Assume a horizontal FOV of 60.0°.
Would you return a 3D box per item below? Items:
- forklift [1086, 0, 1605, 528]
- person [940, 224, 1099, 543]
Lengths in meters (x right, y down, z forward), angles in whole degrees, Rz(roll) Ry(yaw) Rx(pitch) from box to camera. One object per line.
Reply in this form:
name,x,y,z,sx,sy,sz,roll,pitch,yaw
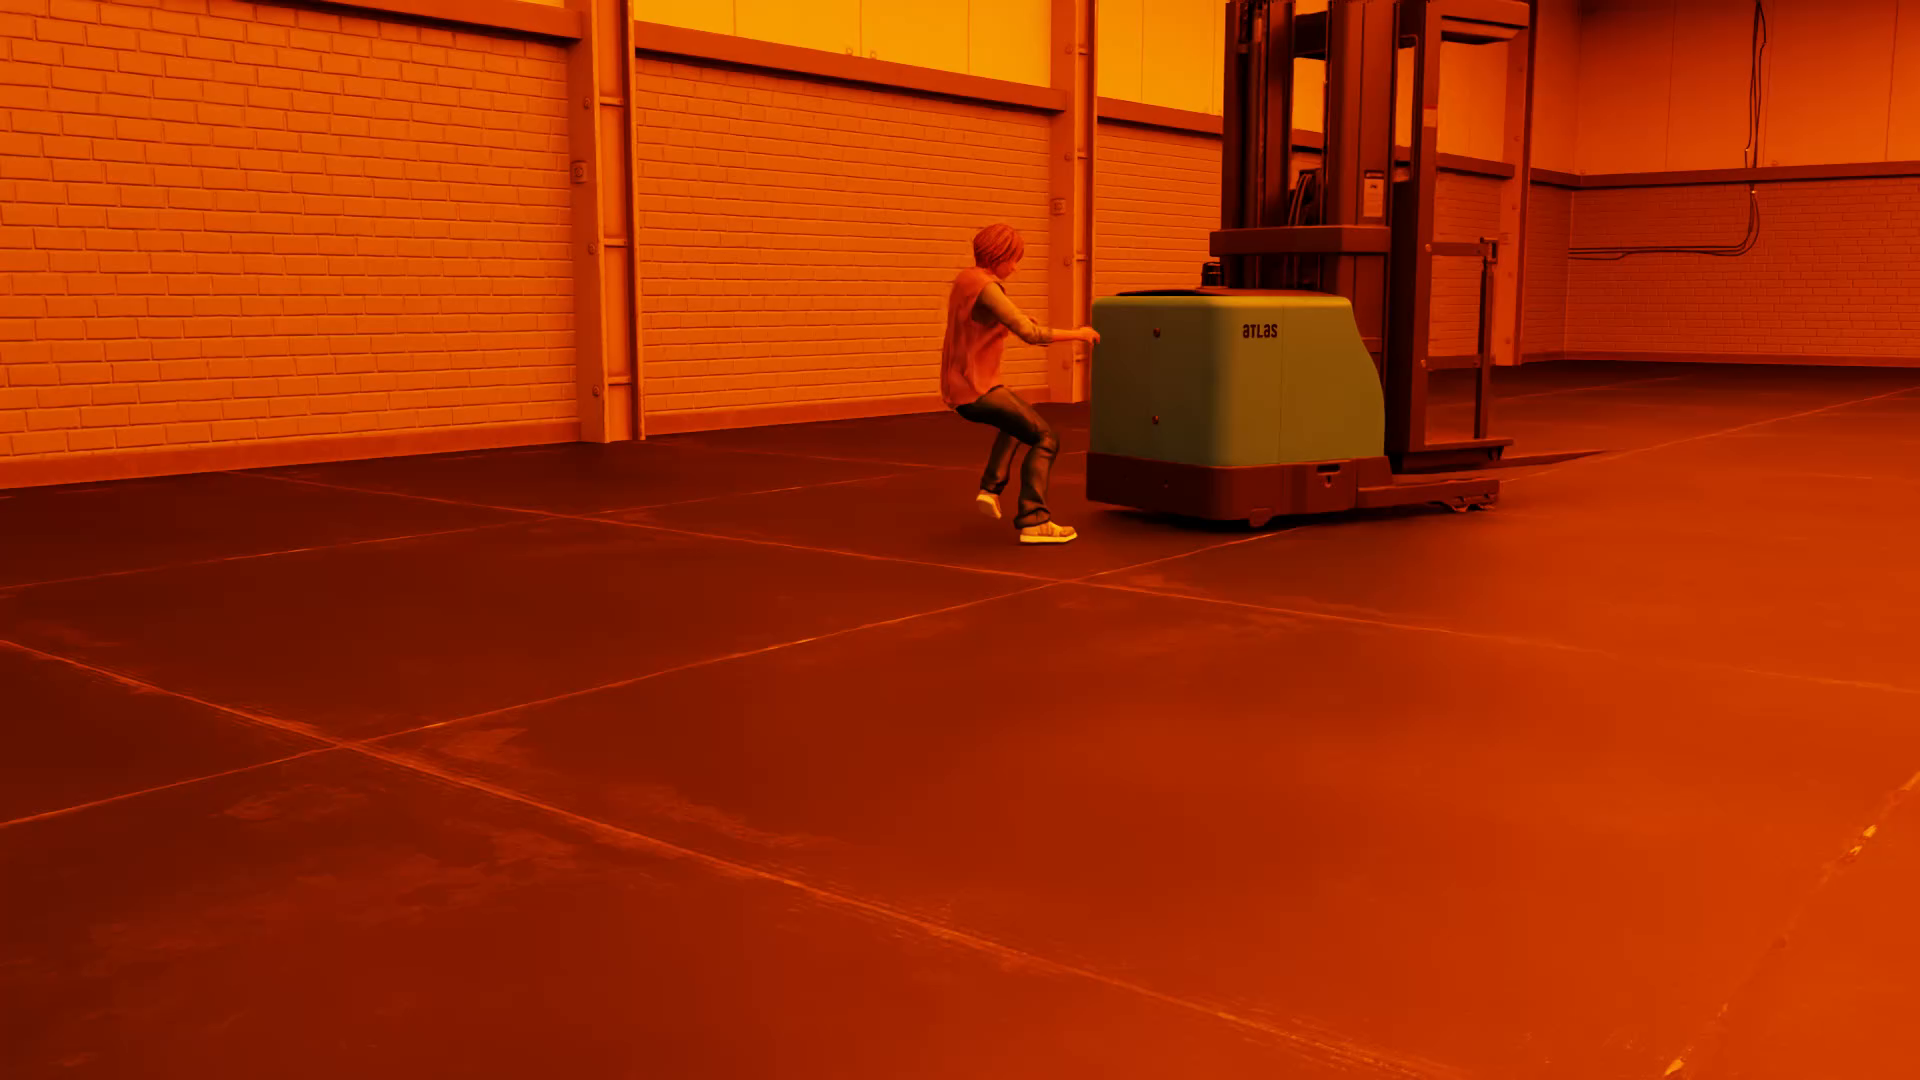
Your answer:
forklift,2.142,-1.645,8.524,3.031,2.935,1.130,-5,10,-33
person,0.258,-0.720,7.562,0.674,1.374,0.877,-2,9,-12
